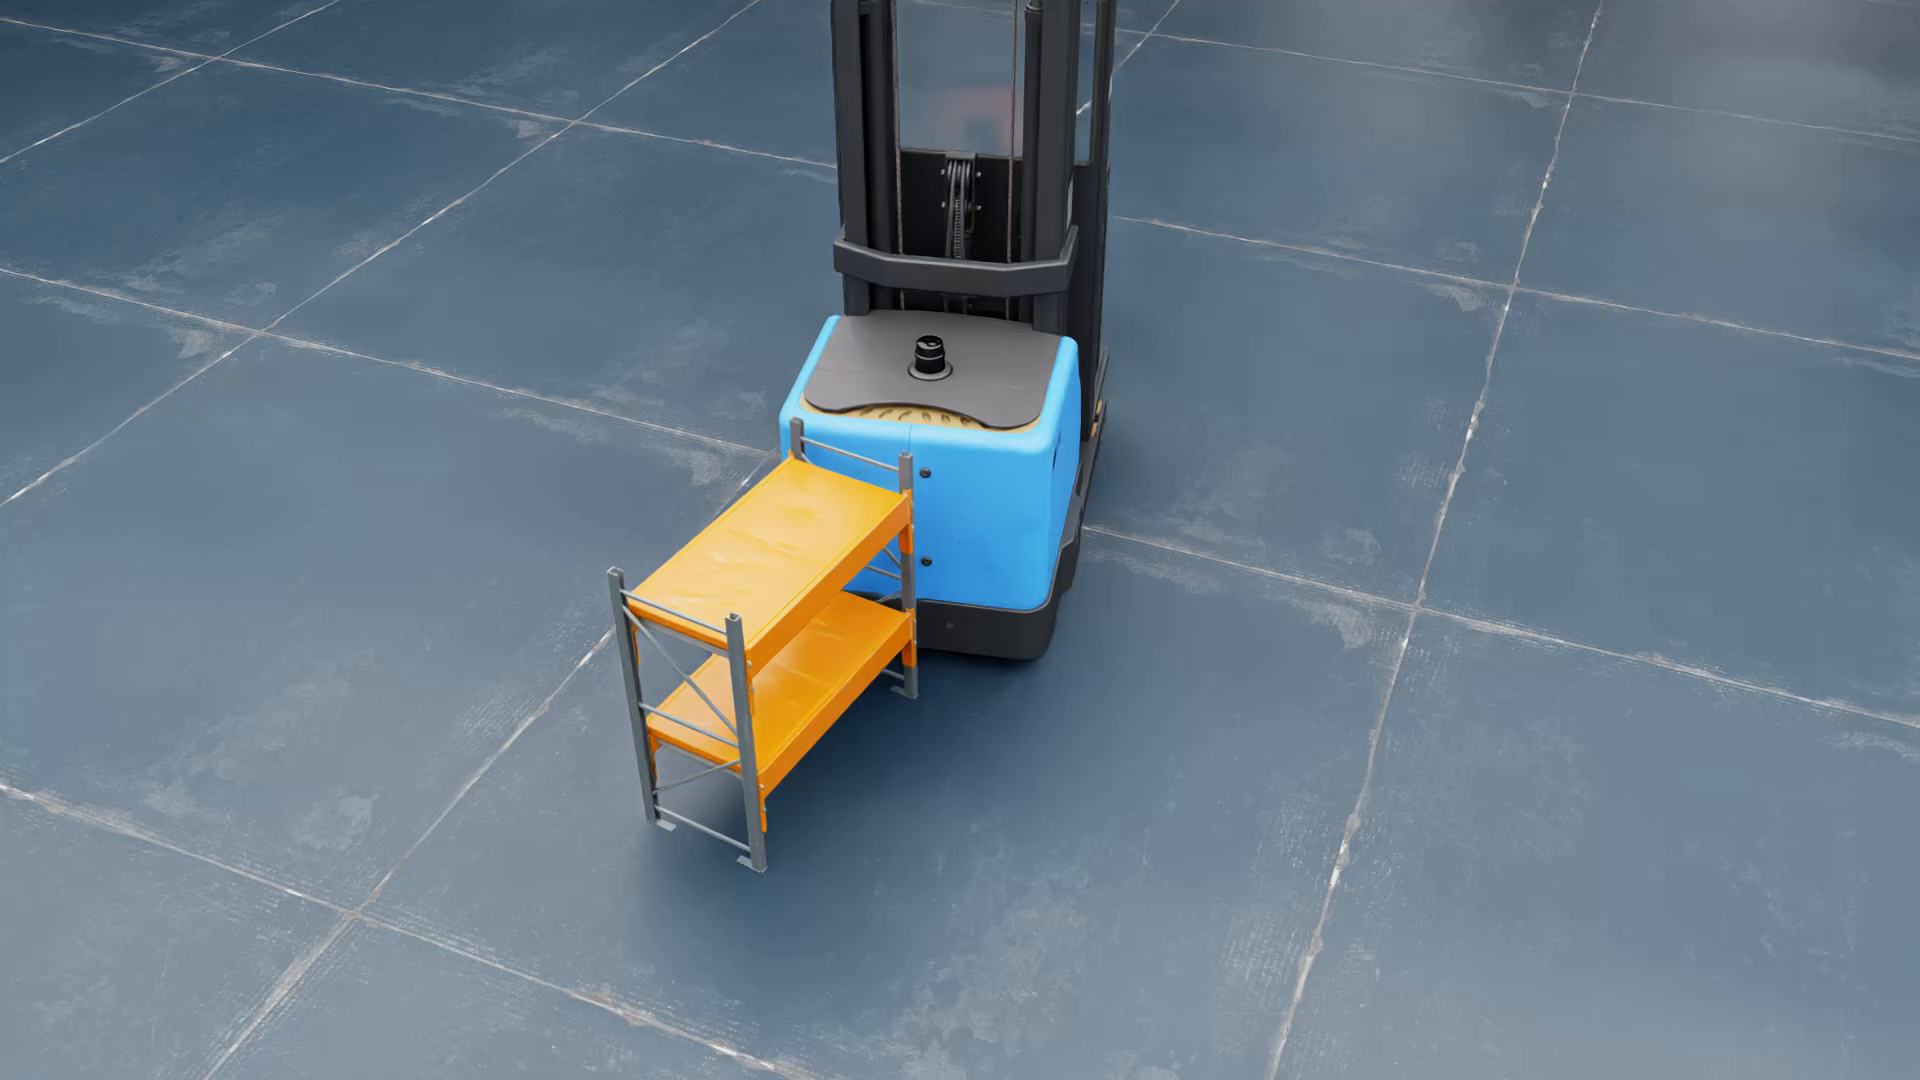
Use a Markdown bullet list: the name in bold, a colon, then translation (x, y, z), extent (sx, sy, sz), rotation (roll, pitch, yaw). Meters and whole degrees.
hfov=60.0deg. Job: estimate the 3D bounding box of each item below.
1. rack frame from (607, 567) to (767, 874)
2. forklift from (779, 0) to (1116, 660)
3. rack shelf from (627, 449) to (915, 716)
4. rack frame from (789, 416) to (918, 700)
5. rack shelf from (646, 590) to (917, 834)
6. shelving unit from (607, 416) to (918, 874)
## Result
- **rack frame**: translation (-0.889, 0.616, 5.487), extent (0.500, 1.125, 0.032), rotation (19, 41, 23)
- **forklift**: translation (0.091, -1.586, 6.924), extent (1.130, 2.935, 3.031), rotation (6, 37, 8)
- **rack shelf**: translation (-0.638, 0.117, 5.665), extent (0.538, 0.278, 1.000), rotation (19, 41, 23)
- **rack frame**: translation (-0.387, 0.087, 6.195), extent (0.500, 1.125, 0.032), rotation (19, 41, 23)
- **rack shelf**: translation (-0.638, 0.547, 5.987), extent (0.538, 0.278, 1.000), rotation (19, 41, 23)
- **shelving unit**: translation (-0.638, 0.351, 5.841), extent (0.538, 1.125, 1.048), rotation (19, 41, 23)
